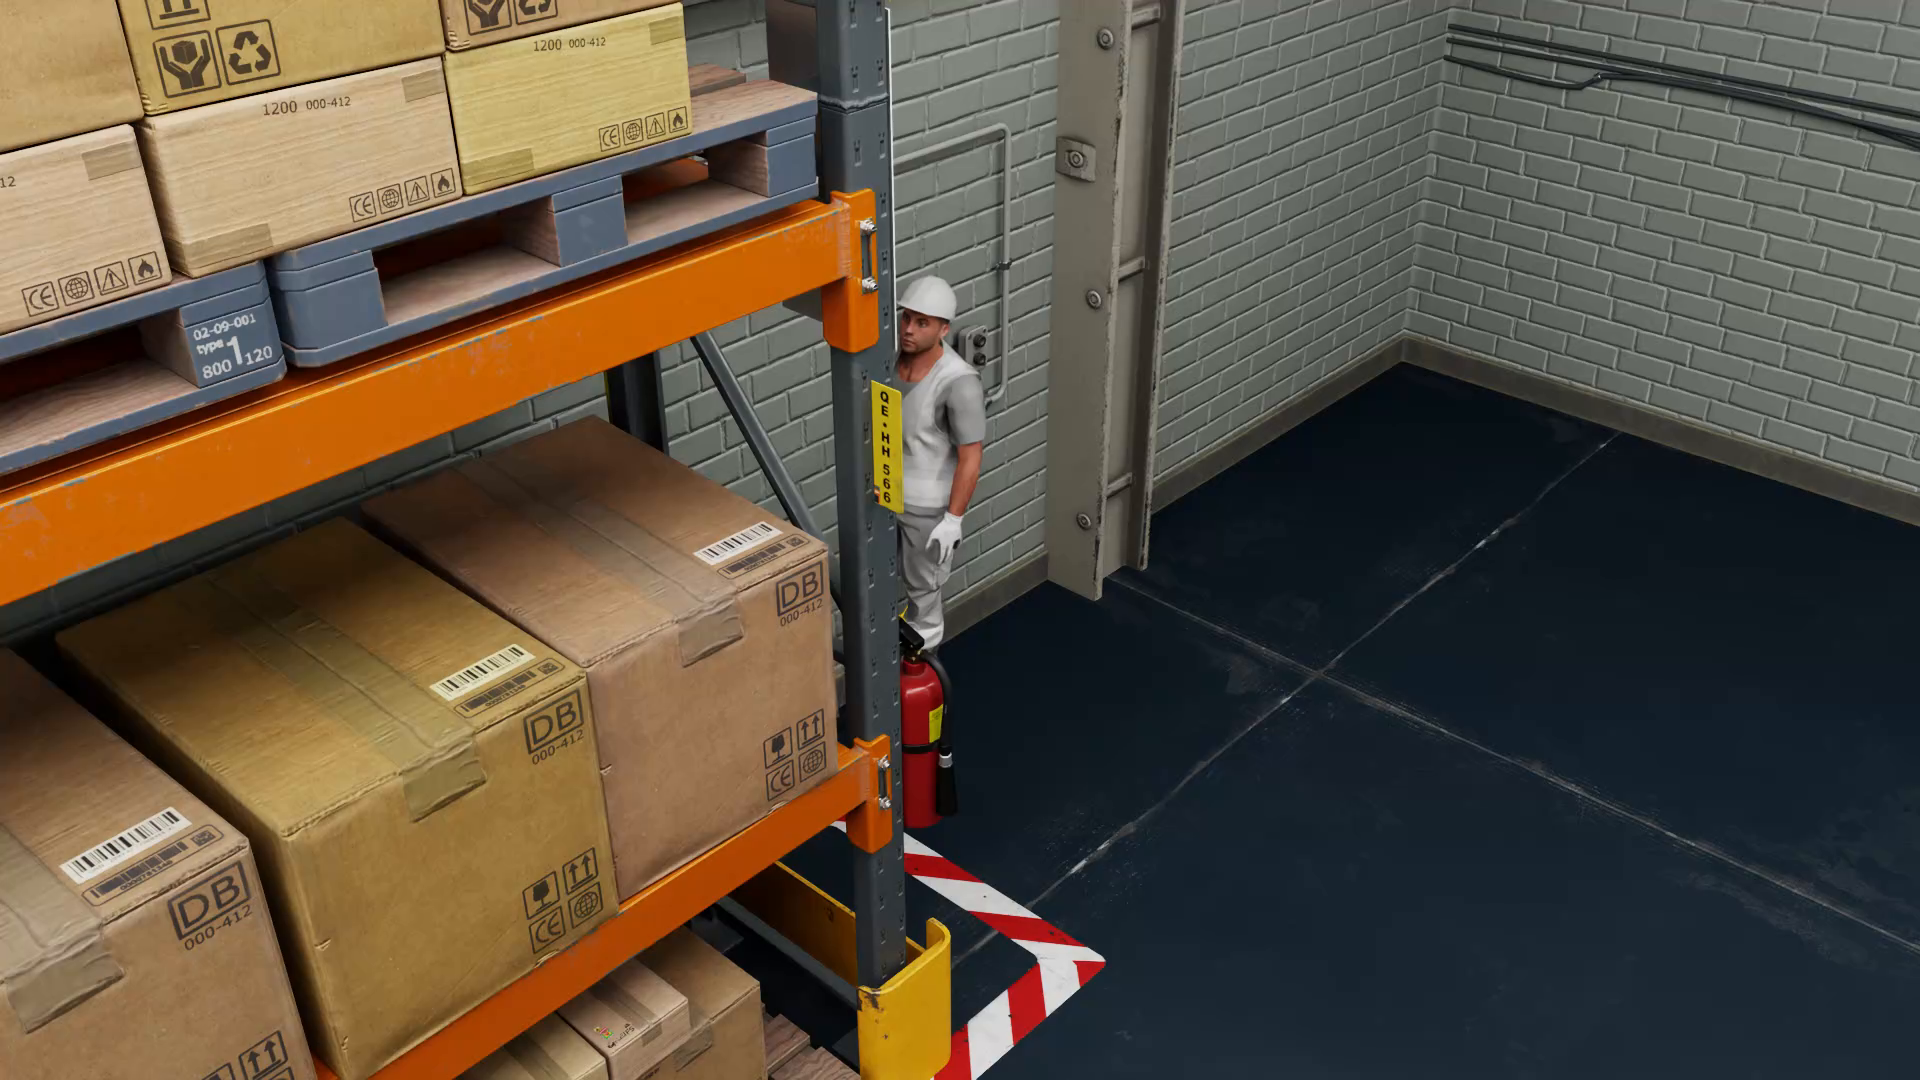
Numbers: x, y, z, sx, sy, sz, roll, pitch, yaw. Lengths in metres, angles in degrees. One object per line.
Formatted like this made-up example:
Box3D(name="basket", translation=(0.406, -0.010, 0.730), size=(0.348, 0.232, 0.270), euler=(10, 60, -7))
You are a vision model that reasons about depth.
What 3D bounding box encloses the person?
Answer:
Box3D(name="person", translation=(-0.243, -0.132, 6.313), size=(0.620, 1.788, 0.566), euler=(26, 39, 36))
